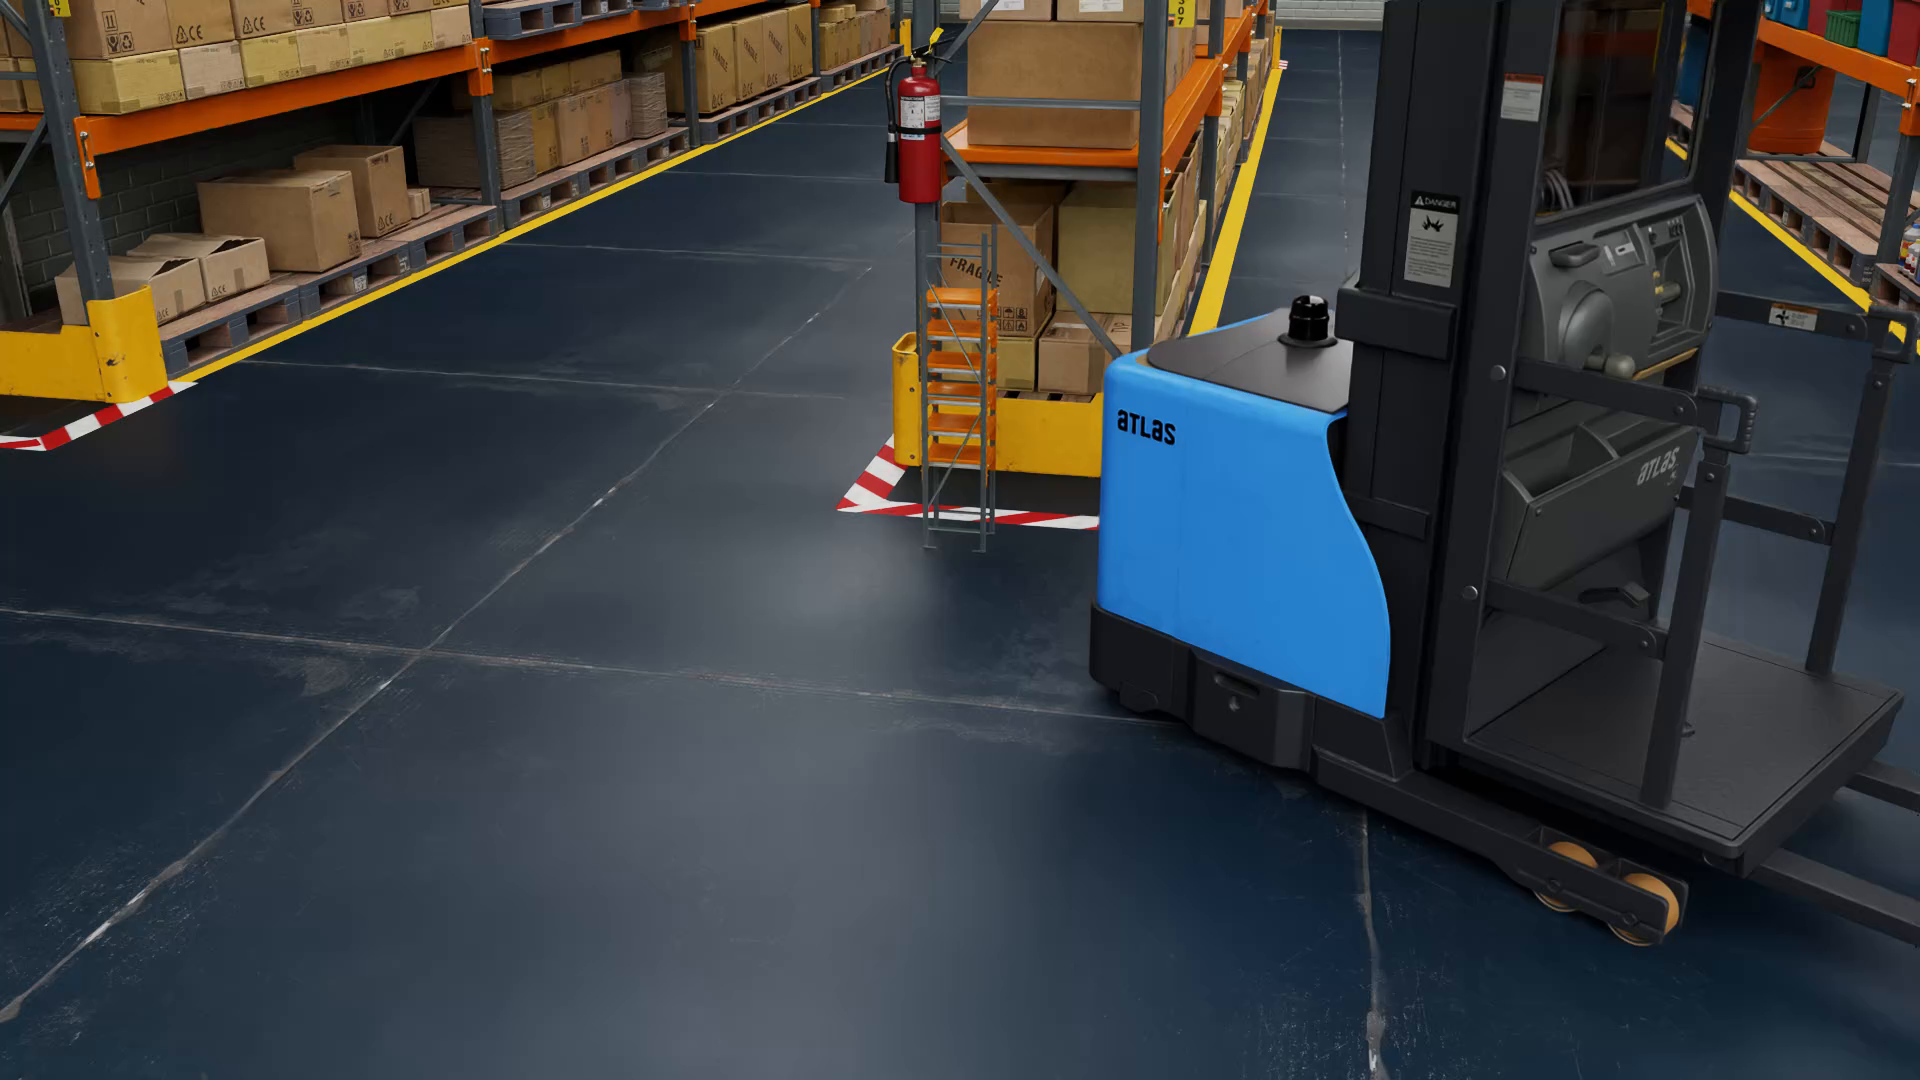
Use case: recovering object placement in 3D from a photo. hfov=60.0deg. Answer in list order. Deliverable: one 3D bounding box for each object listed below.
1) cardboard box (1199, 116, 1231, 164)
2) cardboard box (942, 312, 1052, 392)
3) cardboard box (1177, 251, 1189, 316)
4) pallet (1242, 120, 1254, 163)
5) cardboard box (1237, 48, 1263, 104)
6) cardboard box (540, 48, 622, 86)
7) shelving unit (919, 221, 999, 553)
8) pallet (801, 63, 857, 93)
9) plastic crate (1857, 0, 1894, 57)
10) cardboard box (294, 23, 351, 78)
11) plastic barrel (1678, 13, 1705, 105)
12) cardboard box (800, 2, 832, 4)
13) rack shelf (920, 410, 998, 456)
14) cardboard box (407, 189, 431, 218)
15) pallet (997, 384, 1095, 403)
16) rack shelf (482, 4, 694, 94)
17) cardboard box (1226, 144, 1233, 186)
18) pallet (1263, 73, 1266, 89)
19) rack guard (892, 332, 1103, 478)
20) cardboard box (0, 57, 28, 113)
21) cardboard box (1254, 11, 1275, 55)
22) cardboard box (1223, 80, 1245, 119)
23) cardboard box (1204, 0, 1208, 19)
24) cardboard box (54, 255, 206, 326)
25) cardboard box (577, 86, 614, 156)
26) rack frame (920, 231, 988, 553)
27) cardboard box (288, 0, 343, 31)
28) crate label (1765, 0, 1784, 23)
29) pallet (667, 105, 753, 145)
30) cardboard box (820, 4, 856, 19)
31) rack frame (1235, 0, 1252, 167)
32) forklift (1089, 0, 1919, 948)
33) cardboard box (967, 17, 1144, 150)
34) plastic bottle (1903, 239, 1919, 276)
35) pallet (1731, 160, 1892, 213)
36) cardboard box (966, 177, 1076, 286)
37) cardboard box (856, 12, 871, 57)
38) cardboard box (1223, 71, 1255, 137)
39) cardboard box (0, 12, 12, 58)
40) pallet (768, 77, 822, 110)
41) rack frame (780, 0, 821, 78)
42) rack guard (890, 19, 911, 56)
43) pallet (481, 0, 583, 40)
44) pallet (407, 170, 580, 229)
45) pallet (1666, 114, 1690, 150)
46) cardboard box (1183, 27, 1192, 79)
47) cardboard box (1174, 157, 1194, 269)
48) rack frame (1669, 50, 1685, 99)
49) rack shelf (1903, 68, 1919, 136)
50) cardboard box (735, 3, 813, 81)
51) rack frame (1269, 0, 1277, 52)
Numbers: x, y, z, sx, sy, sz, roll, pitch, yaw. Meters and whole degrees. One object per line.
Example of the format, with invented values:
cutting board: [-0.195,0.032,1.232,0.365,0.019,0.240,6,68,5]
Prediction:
cardboard box: [1.671,-2.892,11.887,0.500,0.311,0.500,4,22,9]
cardboard box: [0.135,-0.884,7.651,0.500,0.250,0.500,4,22,11]
cardboard box: [0.949,-1.393,8.914,0.500,0.250,0.500,4,22,11]
pallet: [2.136,-3.648,15.129,1.003,0.211,1.213,4,22,11]
cardboard box: [2.731,-4.613,16.549,0.500,0.500,0.500,5,22,12]
cardboard box: [-3.177,-3.969,13.947,0.500,0.250,0.500,5,22,12]
shelving unit: [-0.003,-0.551,6.116,0.258,1.200,0.189,4,22,11]
pallet: [-1.855,-5.489,19.700,1.003,0.211,1.213,4,22,11]
plastic crate: [5.900,-3.249,10.428,0.392,0.384,0.575,4,22,11]
cardboard box: [-3.818,-2.777,9.408,0.500,0.250,0.500,5,22,11]
plastic barrel: [7.484,-4.779,16.451,0.600,0.901,0.708,4,22,11]
cardboard box: [-1.795,-6.551,20.519,0.380,0.149,0.250,4,22,10]
rack shelf: [-0.003,-0.399,6.178,0.258,0.103,0.180,4,22,11]
cardboard box: [-3.799,-2.277,11.195,0.380,0.166,0.250,2,22,4]
pallet: [0.429,-0.735,7.896,1.003,0.211,1.213,4,22,11]
rack shelf: [-3.311,-3.982,13.190,1.077,0.370,4.000,4,22,11]
cardboard box: [1.769,-2.819,12.456,0.500,0.250,0.500,5,22,12]
pallet: [2.904,-5.092,18.714,1.003,0.211,1.213,4,22,11]
rack guard: [0.310,-0.577,7.118,1.175,0.500,0.348,4,22,11]
cardboard box: [-4.630,-2.247,8.092,0.500,0.250,0.500,5,22,12]
cardboard box: [3.709,-6.424,21.046,0.500,0.500,0.500,4,22,11]
cardboard box: [2.081,-3.640,13.745,0.500,0.311,0.500,5,22,12]
cardboard box: [1.513,-3.910,11.914,0.500,0.500,0.500,4,22,11]
cardboard box: [-4.307,-1.325,8.638,0.500,0.311,0.500,2,22,5]
cardboard box: [-3.292,-3.461,13.690,0.700,0.500,0.500,4,22,11]
rack frame: [-0.022,-0.518,6.033,0.240,1.200,0.006,4,22,11]
cardboard box: [-3.828,-3.119,9.254,0.500,0.500,0.500,5,23,13]
crate label: [6.342,-4.089,12.716,0.303,0.233,0.416,4,22,11]
pallet: [-2.669,-4.037,16.094,1.003,0.211,1.213,4,22,11]
cardboard box: [-1.479,-6.415,20.181,0.380,0.149,0.250,4,22,9]
rack frame: [1.947,-4.671,13.937,1.000,3.000,0.127,4,22,11]
forklift: [1.785,-0.612,3.951,1.130,2.935,3.031,-20,29,-40]
cardboard box: [0.422,-1.962,7.075,0.700,0.500,0.500,4,22,11]
plastic bottle: [5.464,-1.615,9.506,0.097,0.201,0.097,0,22,0]
pallet: [6.599,-2.719,12.821,1.003,0.211,1.213,4,22,11]
cardboard box: [0.322,-1.598,8.422,0.500,0.500,0.500,4,22,11]
cardboard box: [-1.520,-6.378,20.959,0.700,0.500,0.500,4,22,9]
cardboard box: [2.320,-3.861,14.681,0.500,0.500,0.500,5,23,13]
cardboard box: [-4.648,-2.598,7.959,0.500,0.500,0.500,4,22,10]
pallet: [-2.171,-4.929,18.310,1.003,0.211,1.213,4,22,11]
rack frame: [-2.087,-6.510,18.504,1.000,3.000,0.127,4,22,11]
rack guard: [-1.266,-6.823,22.625,1.175,0.500,0.348,4,22,11]
pallet: [-3.421,-3.764,11.941,1.003,0.211,1.213,4,22,11]
pallet: [-3.562,-2.576,12.467,1.003,0.211,1.213,4,22,11]
pallet: [7.166,-3.735,15.346,1.003,0.211,1.213,4,22,11]
cardboard box: [0.945,-2.899,9.402,0.700,0.500,0.500,4,22,10]
cardboard box: [0.950,-1.740,8.774,0.500,0.500,0.500,4,22,11]
rack frame: [7.611,-5.755,16.629,1.000,3.000,0.127,4,22,11]
rack shelf: [5.571,-1.764,7.682,1.077,0.370,4.000,4,22,11]
cardboard box: [-2.093,-5.460,18.212,0.750,0.750,0.750,5,22,12]
rack frame: [3.579,-7.597,21.202,1.000,3.000,0.127,4,22,11]
